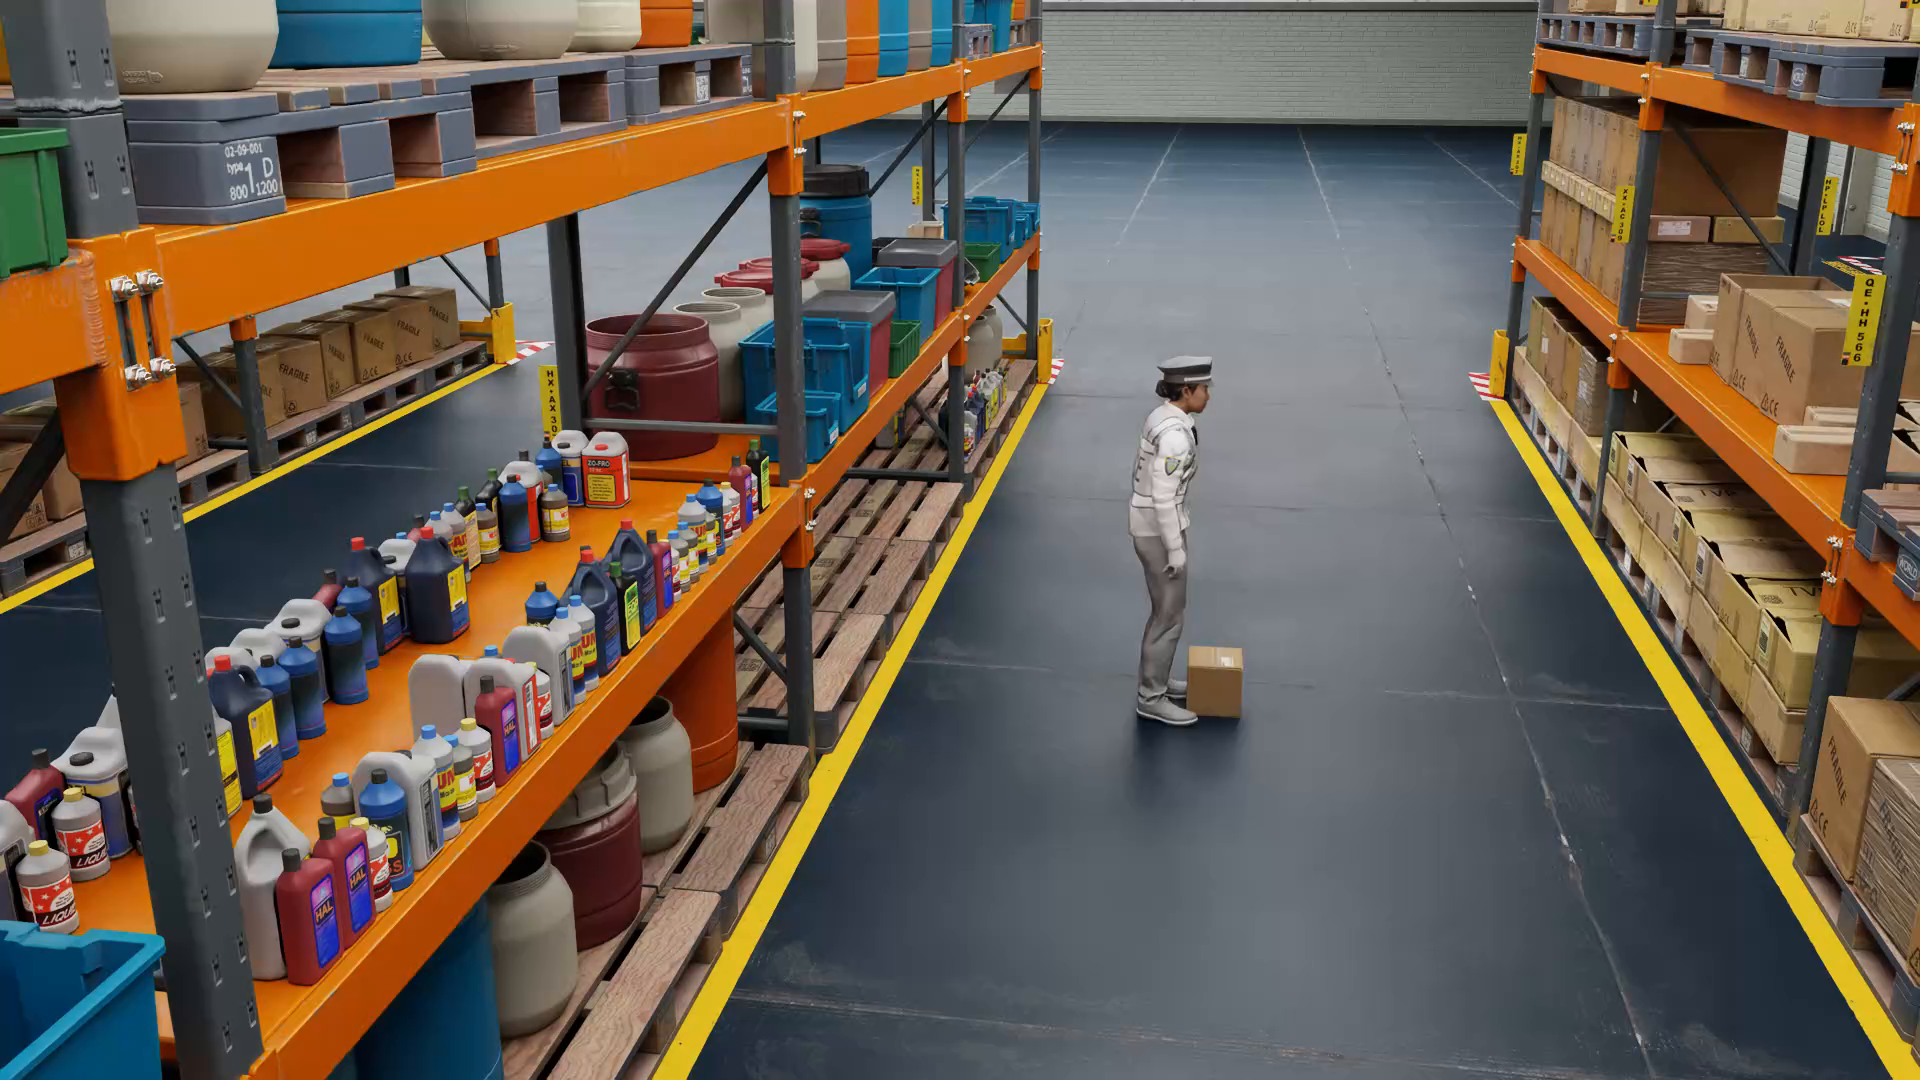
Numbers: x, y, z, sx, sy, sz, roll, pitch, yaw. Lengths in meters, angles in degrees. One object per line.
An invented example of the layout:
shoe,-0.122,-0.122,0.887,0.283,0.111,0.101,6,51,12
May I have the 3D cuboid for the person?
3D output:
person,0.951,-0.019,7.608,0.376,1.662,0.542,2,18,5
